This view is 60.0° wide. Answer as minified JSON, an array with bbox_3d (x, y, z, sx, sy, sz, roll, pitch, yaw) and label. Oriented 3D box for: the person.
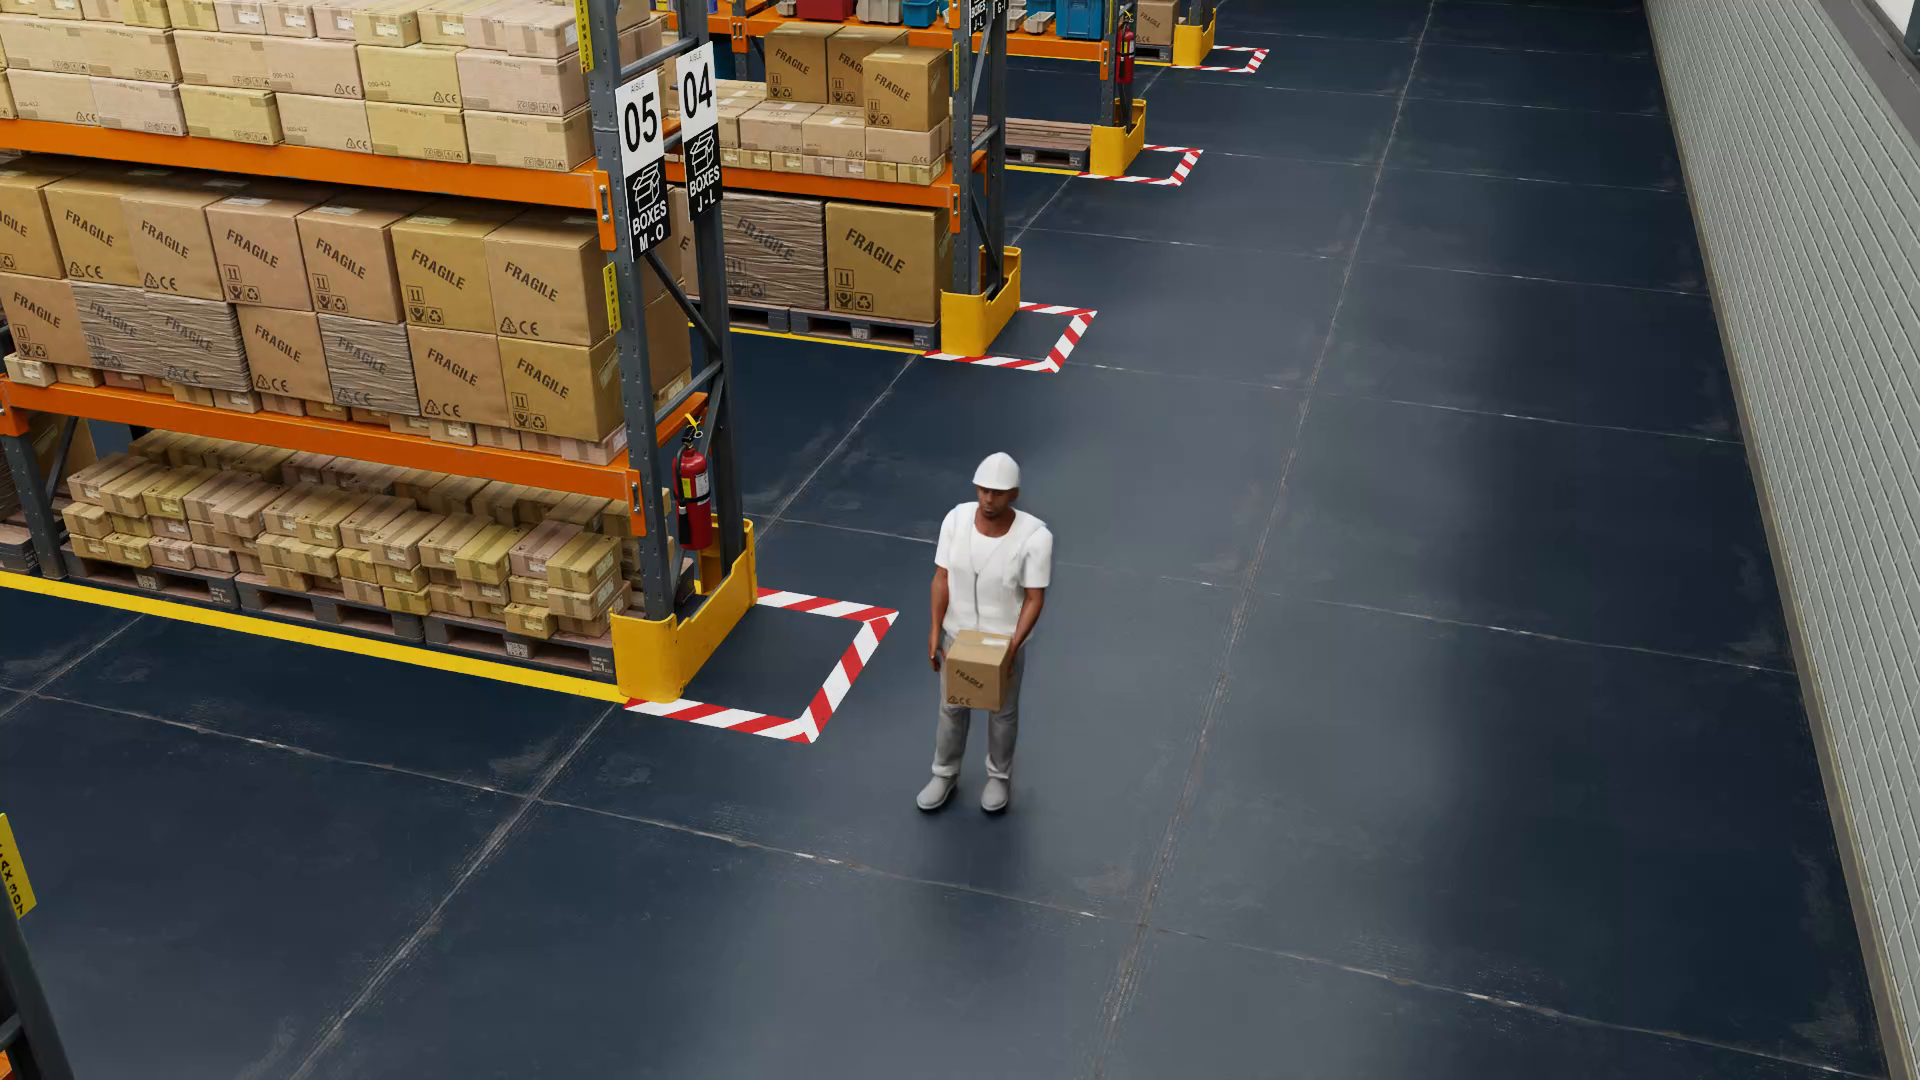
[{"bbox_3d":[0.116,0.453,7.655,0.559,1.772,0.515,10,31,18],"label":"person"}]
